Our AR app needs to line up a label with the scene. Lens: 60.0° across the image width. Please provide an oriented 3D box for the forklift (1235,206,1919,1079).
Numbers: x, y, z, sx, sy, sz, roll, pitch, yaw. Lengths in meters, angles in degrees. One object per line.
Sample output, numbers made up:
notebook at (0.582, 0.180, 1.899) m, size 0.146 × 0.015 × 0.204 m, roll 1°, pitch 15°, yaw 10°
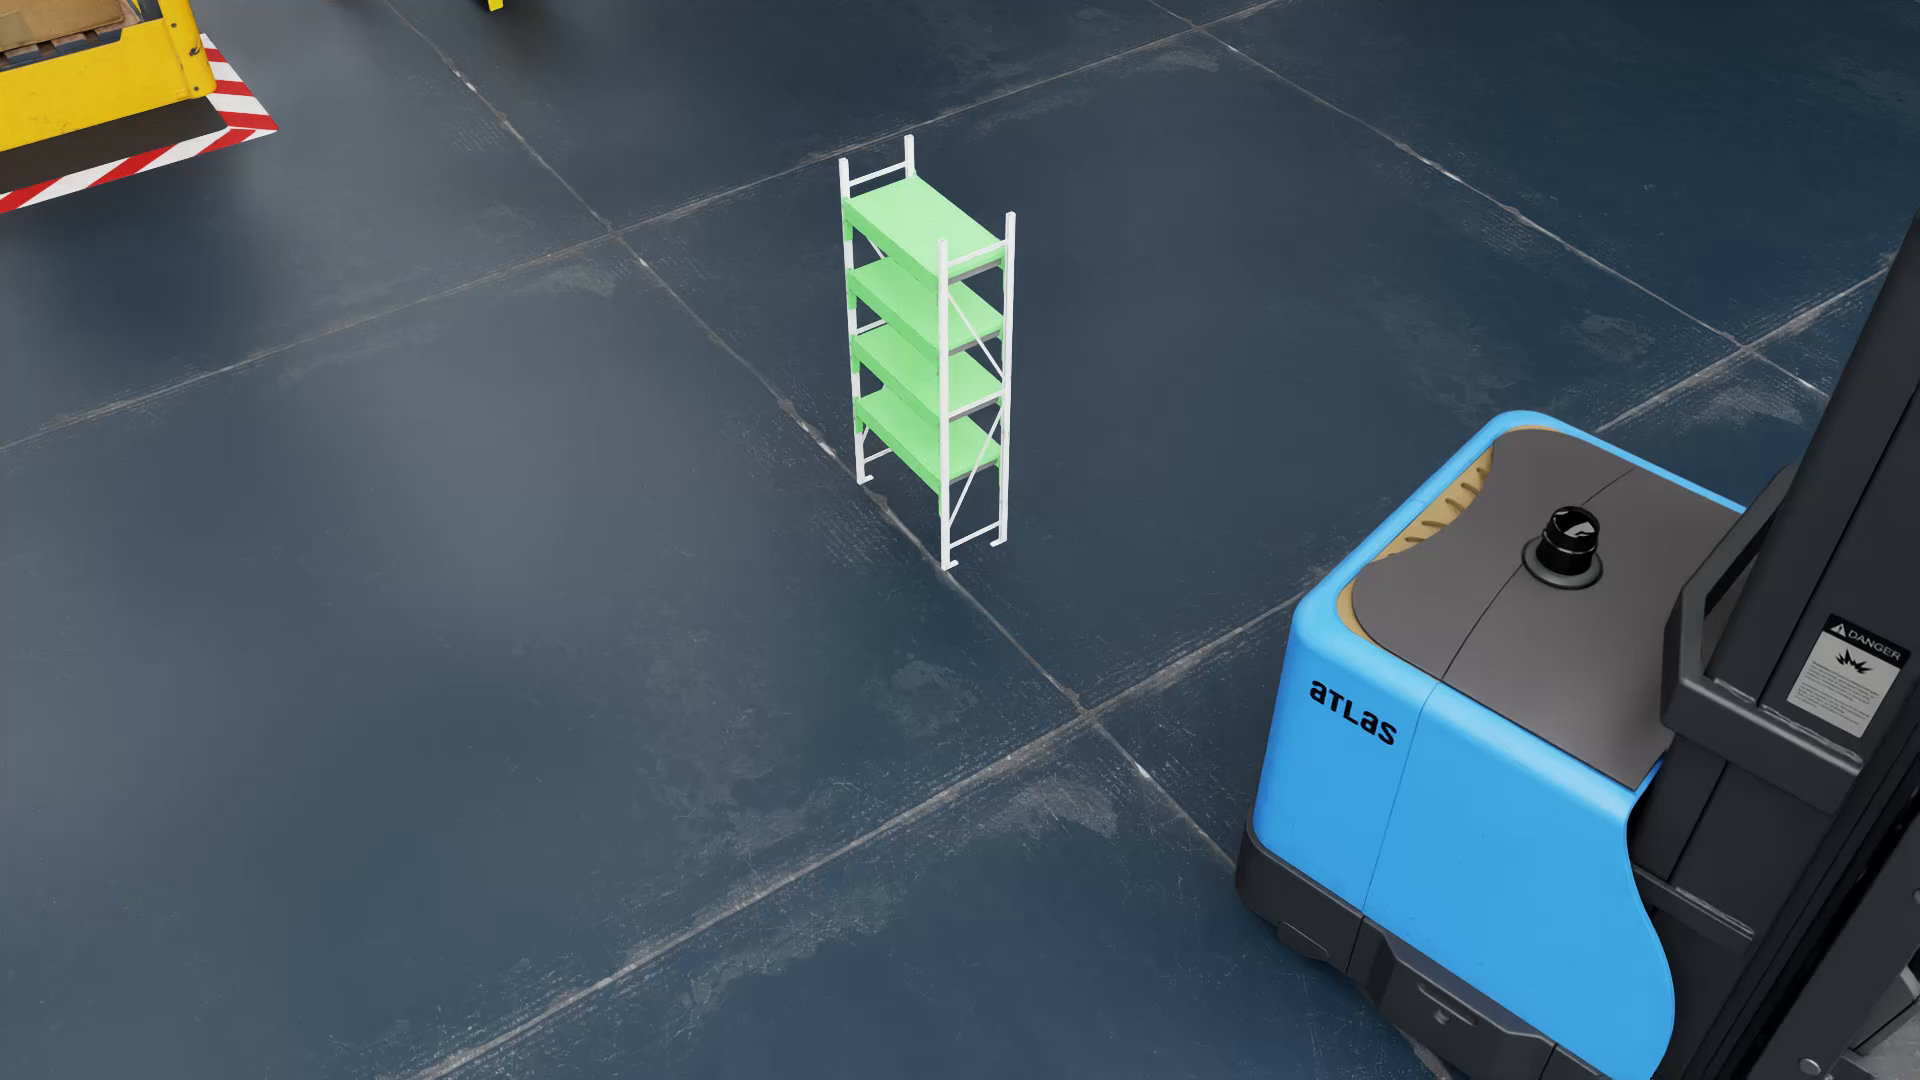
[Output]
forklift at (2.131, 0.303, 2.809) m, size 3.031 × 2.935 × 1.130 m, roll 32°, pitch 52°, yaw 29°

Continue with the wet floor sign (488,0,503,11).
wet floor sign at (-2.204, -2.855, 7.774) m, size 0.267 × 0.644 × 0.232 m, roll -35°, pitch 53°, yaw -31°

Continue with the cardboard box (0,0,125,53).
cardboard box at (-4.287, -2.682, 7.122) m, size 0.875 × 0.875 × 0.875 m, roll -25°, pitch 49°, yaw -24°

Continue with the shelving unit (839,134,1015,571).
shelving unit at (-0.095, -0.528, 4.934) m, size 0.258 × 1.200 × 0.503 m, roll -26°, pitch 49°, yaw -24°

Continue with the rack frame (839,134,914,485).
rack frame at (-0.234, -0.666, 5.079) m, size 0.240 × 1.200 × 0.015 m, roll -26°, pitch 49°, yaw -24°

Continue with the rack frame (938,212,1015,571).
rack frame at (0.045, -0.390, 4.789) m, size 0.240 × 1.200 × 0.015 m, roll -26°, pitch 49°, yaw -24°

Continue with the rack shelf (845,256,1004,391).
rack shelf at (-0.095, -0.655, 4.812) m, size 0.258 × 0.148 × 0.480 m, roll -26°, pitch 49°, yaw -24°

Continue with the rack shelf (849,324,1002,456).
rack shelf at (-0.095, -0.482, 4.978) m, size 0.258 × 0.148 × 0.480 m, roll -26°, pitch 49°, yaw -24°

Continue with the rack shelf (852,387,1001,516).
rack shelf at (-0.095, -0.308, 5.144) m, size 0.258 × 0.148 × 0.480 m, roll -26°, pitch 49°, yaw -24°

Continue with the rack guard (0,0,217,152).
rack guard at (-3.831, -2.023, 7.007) m, size 1.175 × 0.500 × 0.348 m, roll -26°, pitch 49°, yaw -24°

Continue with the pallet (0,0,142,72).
pallet at (-4.366, -2.354, 7.563) m, size 1.003 × 0.211 × 1.213 m, roll -26°, pitch 49°, yaw -24°

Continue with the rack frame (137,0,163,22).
rack frame at (-3.845, -2.941, 6.158) m, size 1.000 × 3.000 × 0.127 m, roll -26°, pitch 49°, yaw -24°

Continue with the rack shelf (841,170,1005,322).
rack shelf at (-0.095, -0.829, 4.647) m, size 0.258 × 0.148 × 0.480 m, roll -26°, pitch 49°, yaw -24°
